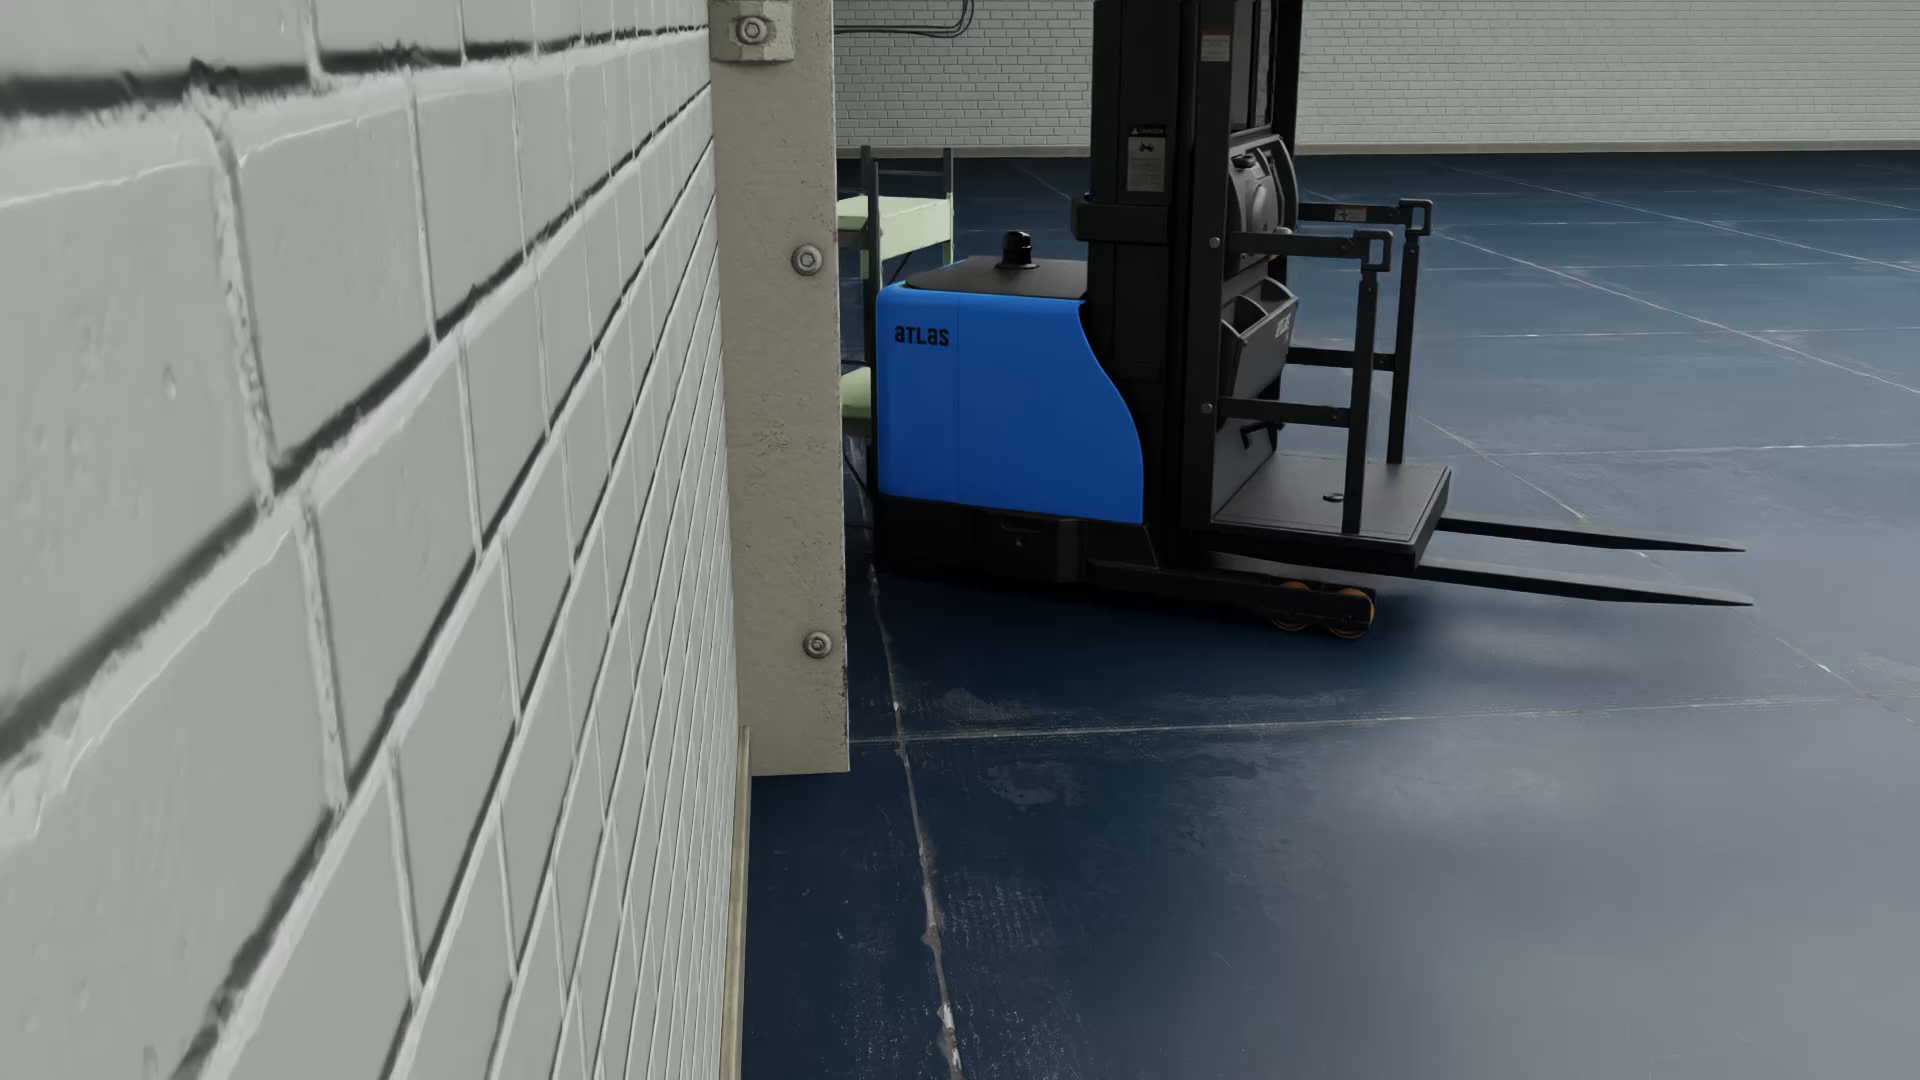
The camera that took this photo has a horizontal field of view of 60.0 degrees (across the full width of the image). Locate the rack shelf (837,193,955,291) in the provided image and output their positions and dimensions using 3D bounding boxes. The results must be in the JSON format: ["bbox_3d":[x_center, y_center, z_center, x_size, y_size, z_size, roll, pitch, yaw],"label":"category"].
[{"bbox_3d":[-0.353,-1.153,6.542,0.431,0.370,0.720,7,19,21],"label":"rack shelf"}]

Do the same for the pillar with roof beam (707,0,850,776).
[{"bbox_3d":[3.801,-3.836,3.874,9.100,9.000,0.400,-2,18,-6],"label":"pillar with roof beam"}]

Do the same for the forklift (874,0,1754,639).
[{"bbox_3d":[1.246,-1.246,5.752,3.031,2.935,1.130,7,19,21],"label":"forklift"}]

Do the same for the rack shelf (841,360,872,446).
[{"bbox_3d":[-0.353,-0.469,6.756,0.431,0.370,0.720,7,19,21],"label":"rack shelf"}]

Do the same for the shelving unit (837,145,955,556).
[{"bbox_3d":[-0.353,-0.780,6.658,0.431,1.500,0.755,7,19,21],"label":"shelving unit"}]

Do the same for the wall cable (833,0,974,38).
[{"bbox_3d":[-1.327,-8.503,23.923,3.097,2.526,0.112,-2,18,-6],"label":"wall cable"}]

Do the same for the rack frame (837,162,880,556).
[{"bbox_3d":[-0.488,-0.678,6.334,0.400,1.500,0.023,7,19,21],"label":"rack frame"}]

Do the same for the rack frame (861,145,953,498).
[{"bbox_3d":[-0.218,-0.882,6.983,0.400,1.500,0.023,7,19,21],"label":"rack frame"}]
